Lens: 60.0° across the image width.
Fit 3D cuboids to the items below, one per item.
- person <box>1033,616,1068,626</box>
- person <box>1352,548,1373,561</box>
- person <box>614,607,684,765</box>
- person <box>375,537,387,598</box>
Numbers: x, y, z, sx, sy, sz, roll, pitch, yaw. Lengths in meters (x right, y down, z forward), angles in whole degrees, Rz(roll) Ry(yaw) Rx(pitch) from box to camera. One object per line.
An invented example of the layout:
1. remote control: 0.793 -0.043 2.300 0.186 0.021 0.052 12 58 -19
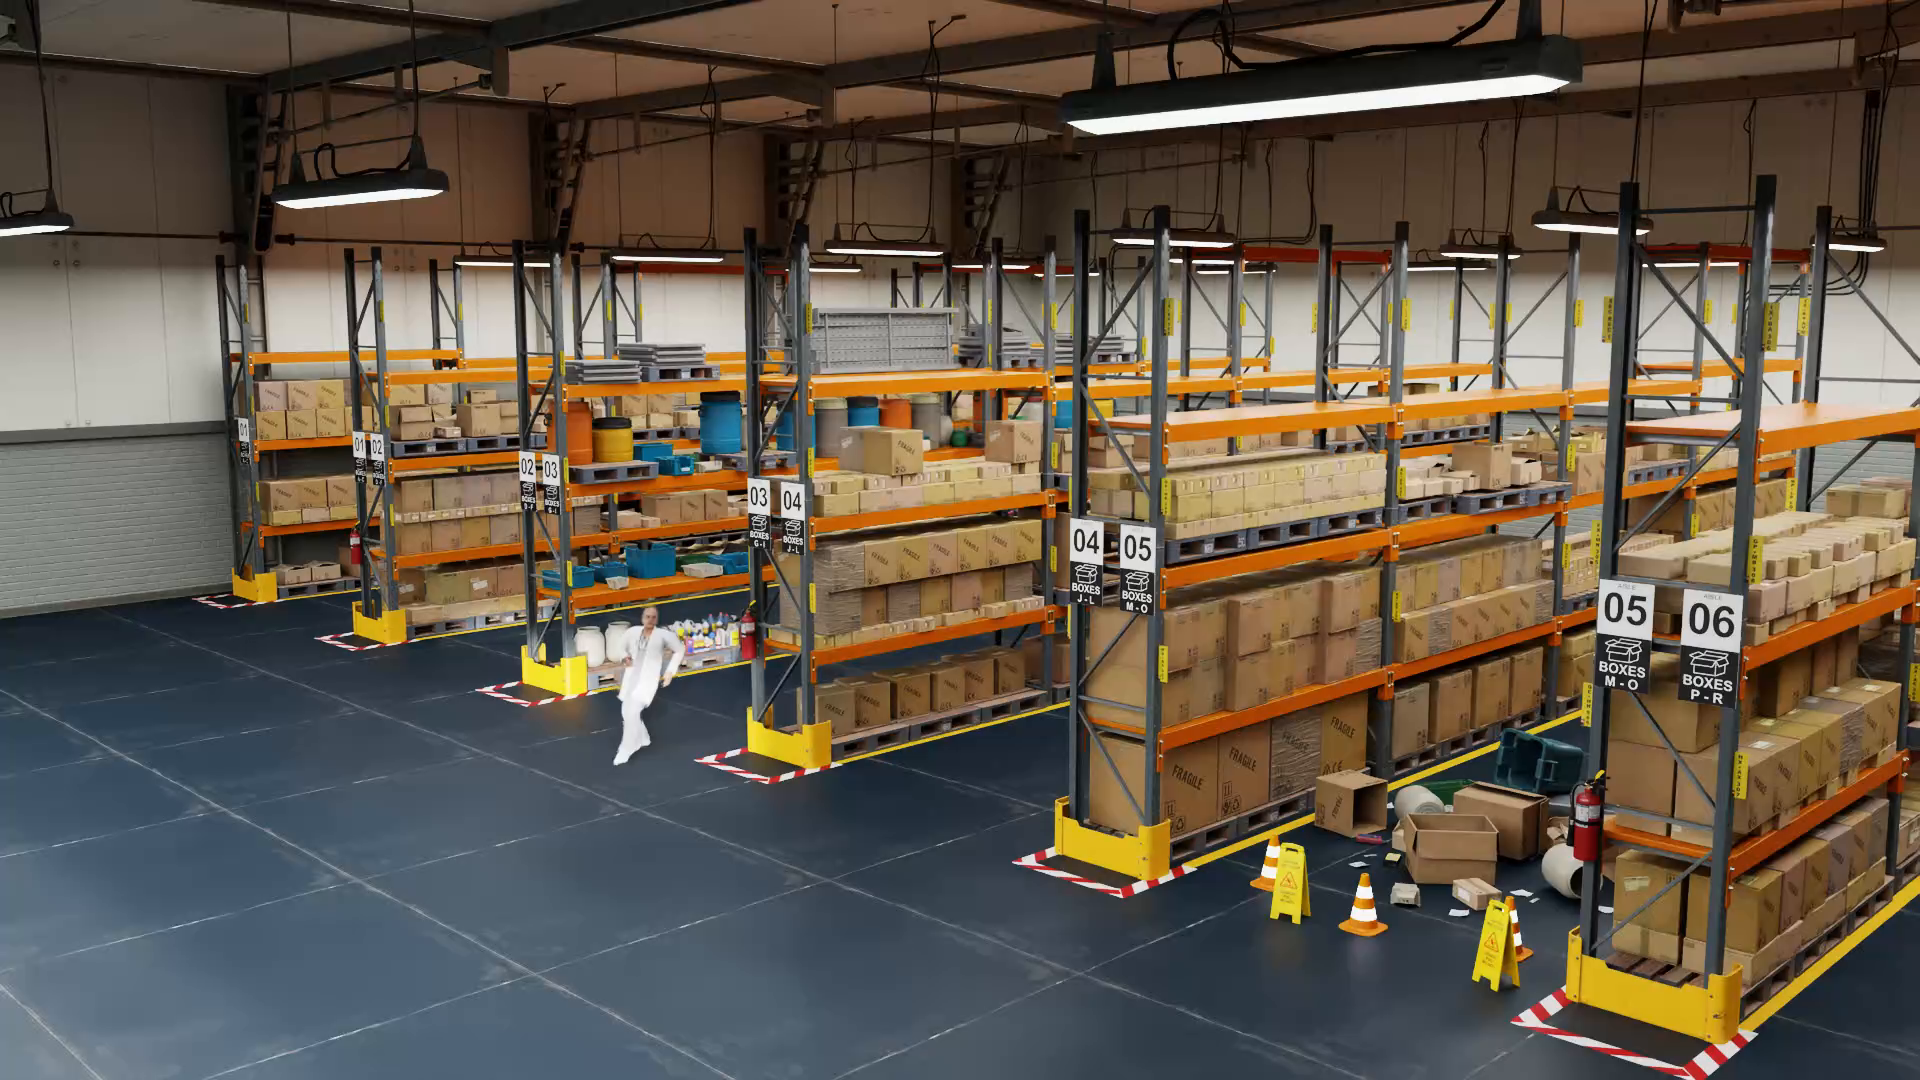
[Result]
1. person: 1.381 0.492 25.427 0.620 1.644 0.764 6 10 35
2. person: 5.915 0.844 24.438 0.612 1.677 0.920 7 11 40
3. person: -3.619 1.643 18.971 0.705 1.768 0.764 3 9 23
4. person: -9.462 0.461 27.441 0.570 1.651 0.568 5 9 30
